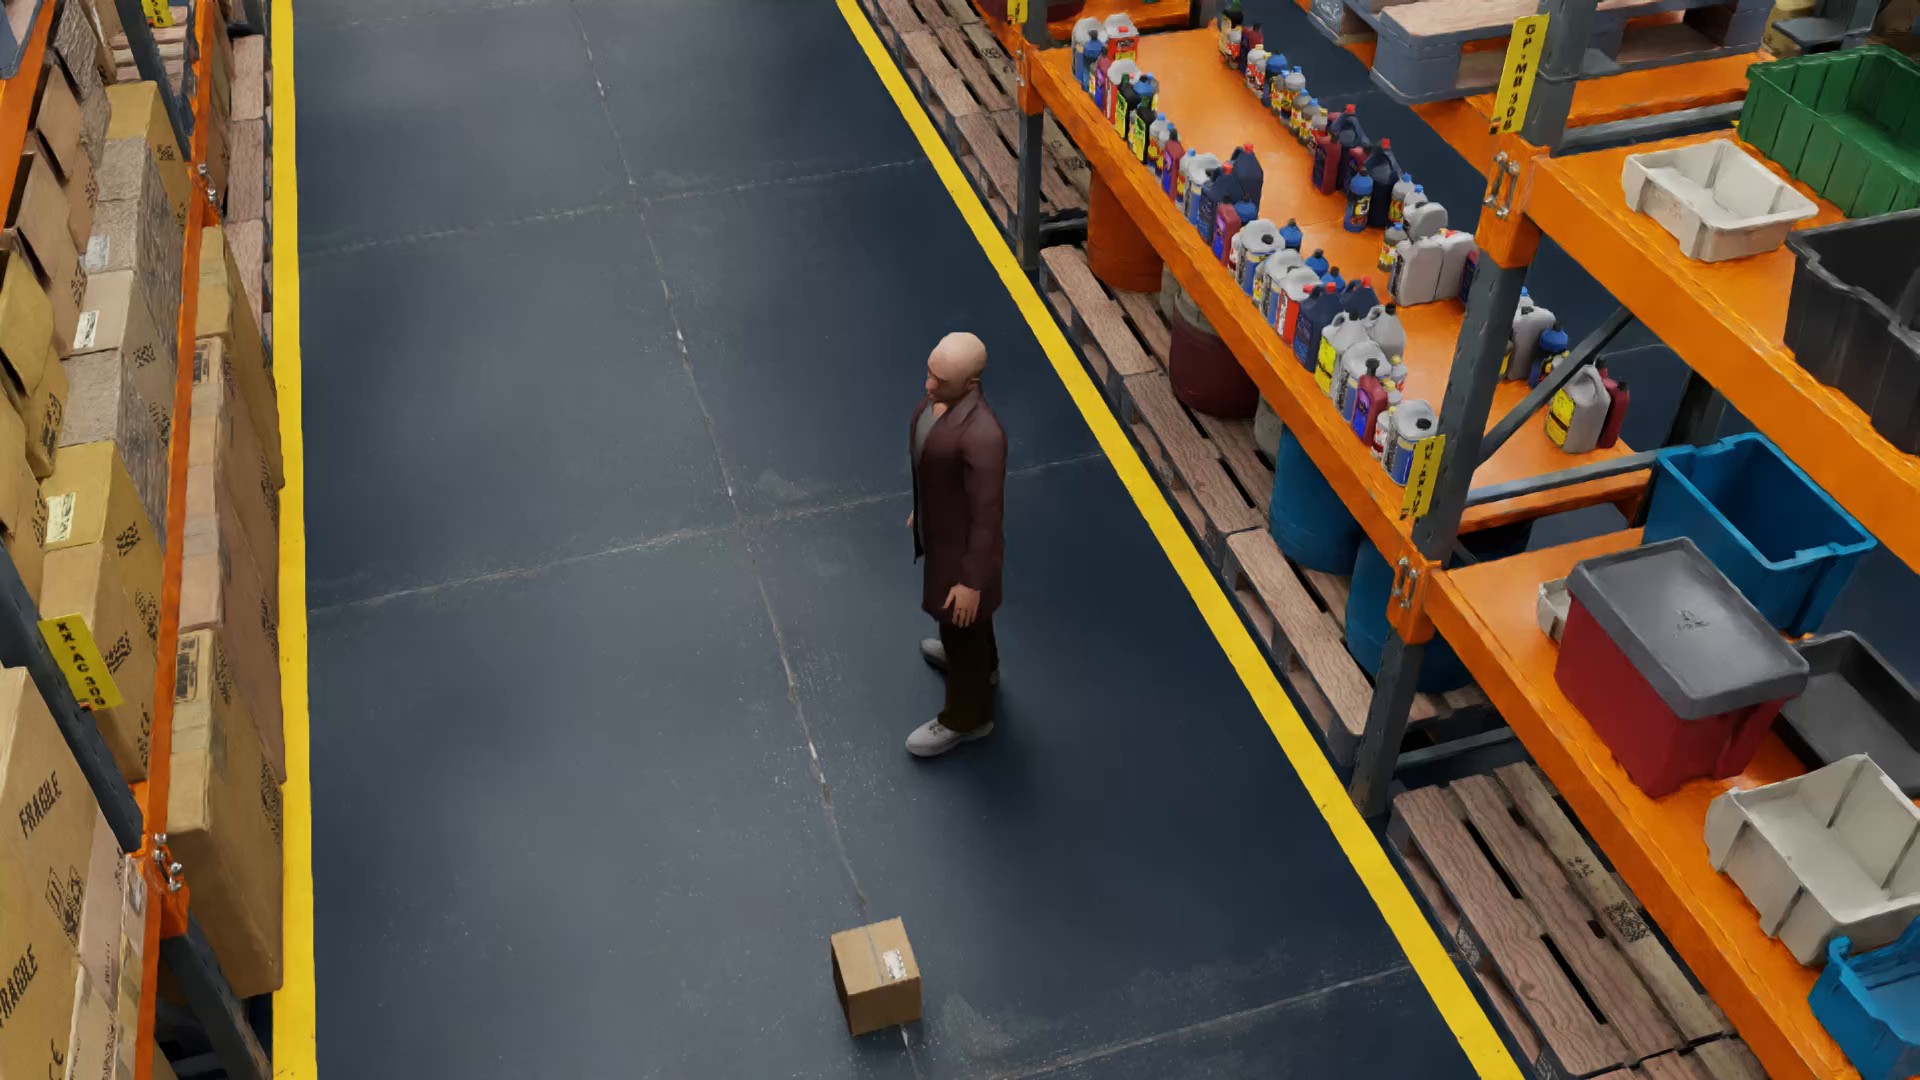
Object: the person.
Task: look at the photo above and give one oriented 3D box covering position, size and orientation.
[{"bbox_3d":[-0.005,-0.166,5.966,0.336,0.929,0.677,-9,43,-10],"label":"person"}]
